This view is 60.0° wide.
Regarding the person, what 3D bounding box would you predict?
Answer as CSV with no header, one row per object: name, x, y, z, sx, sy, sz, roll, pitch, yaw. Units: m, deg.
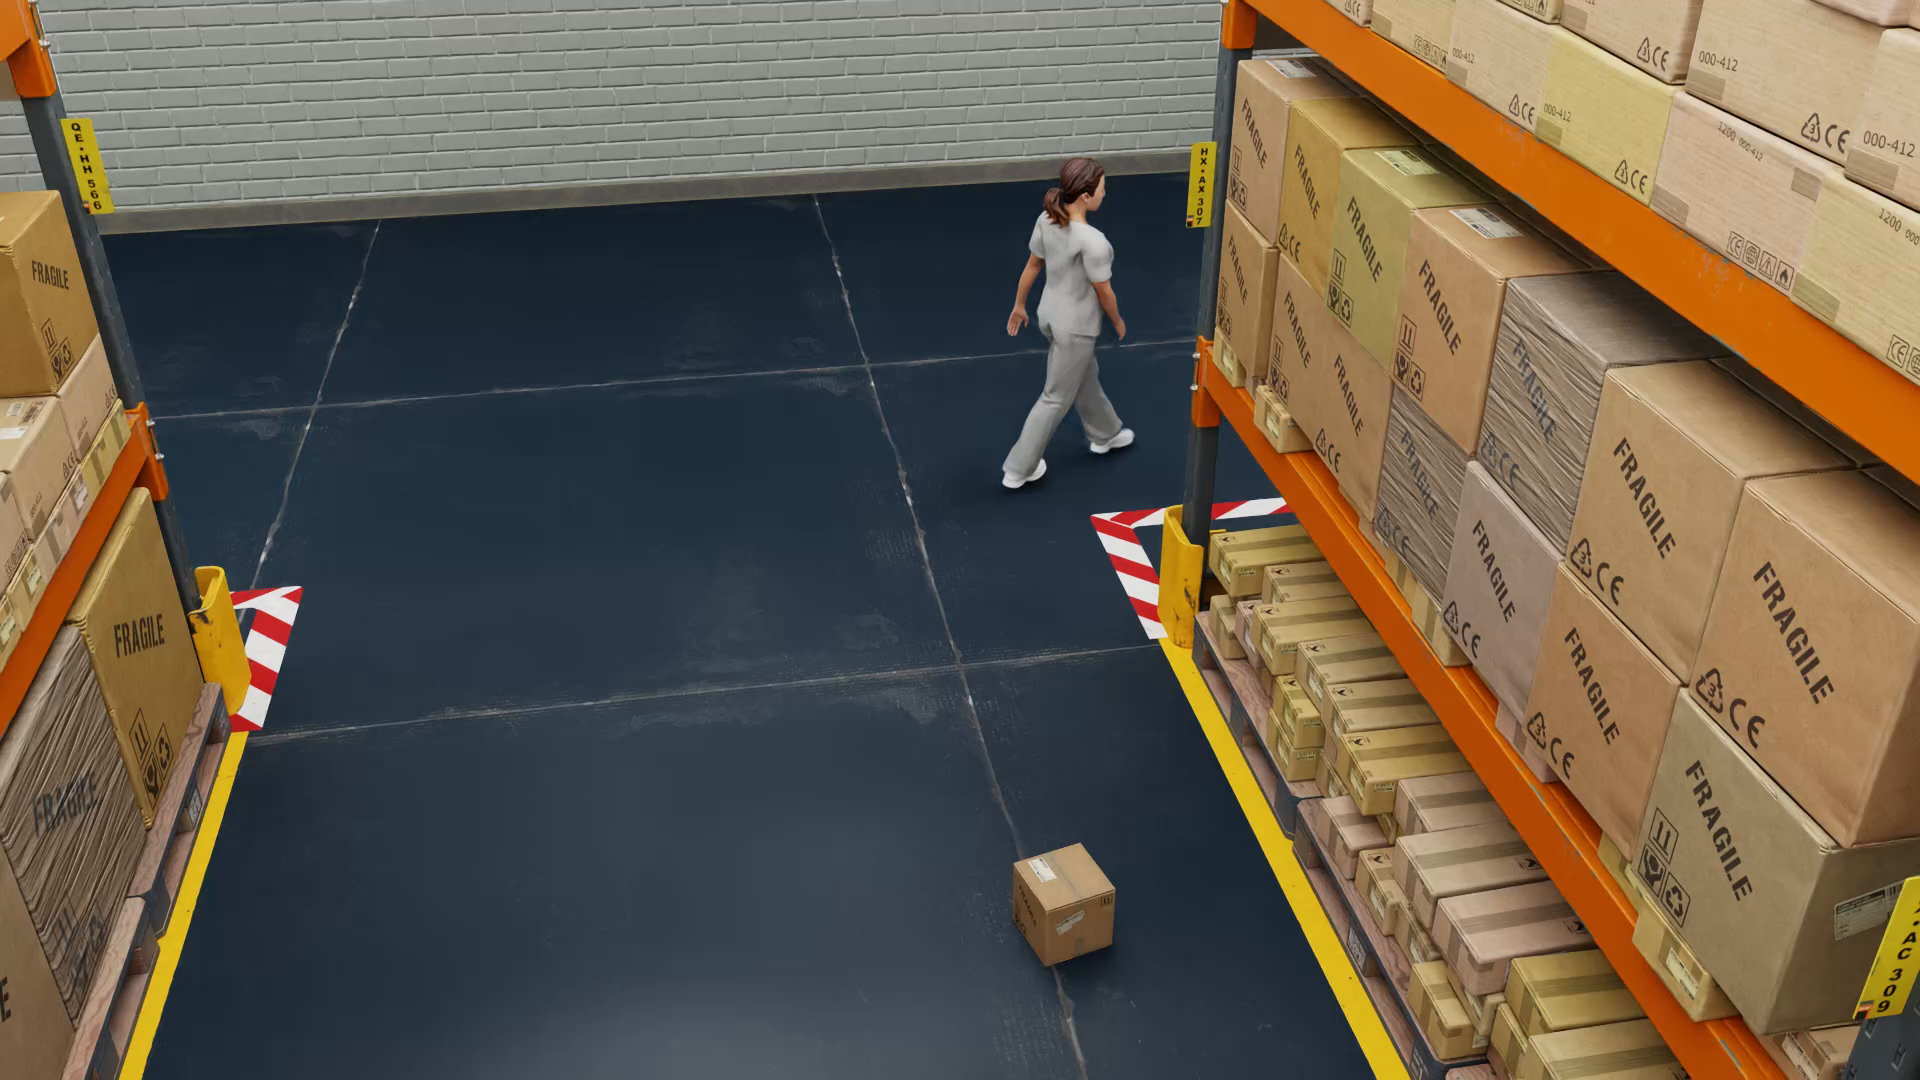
person,0.650,-1.053,7.885,0.954,1.614,0.530,-16,34,-24
